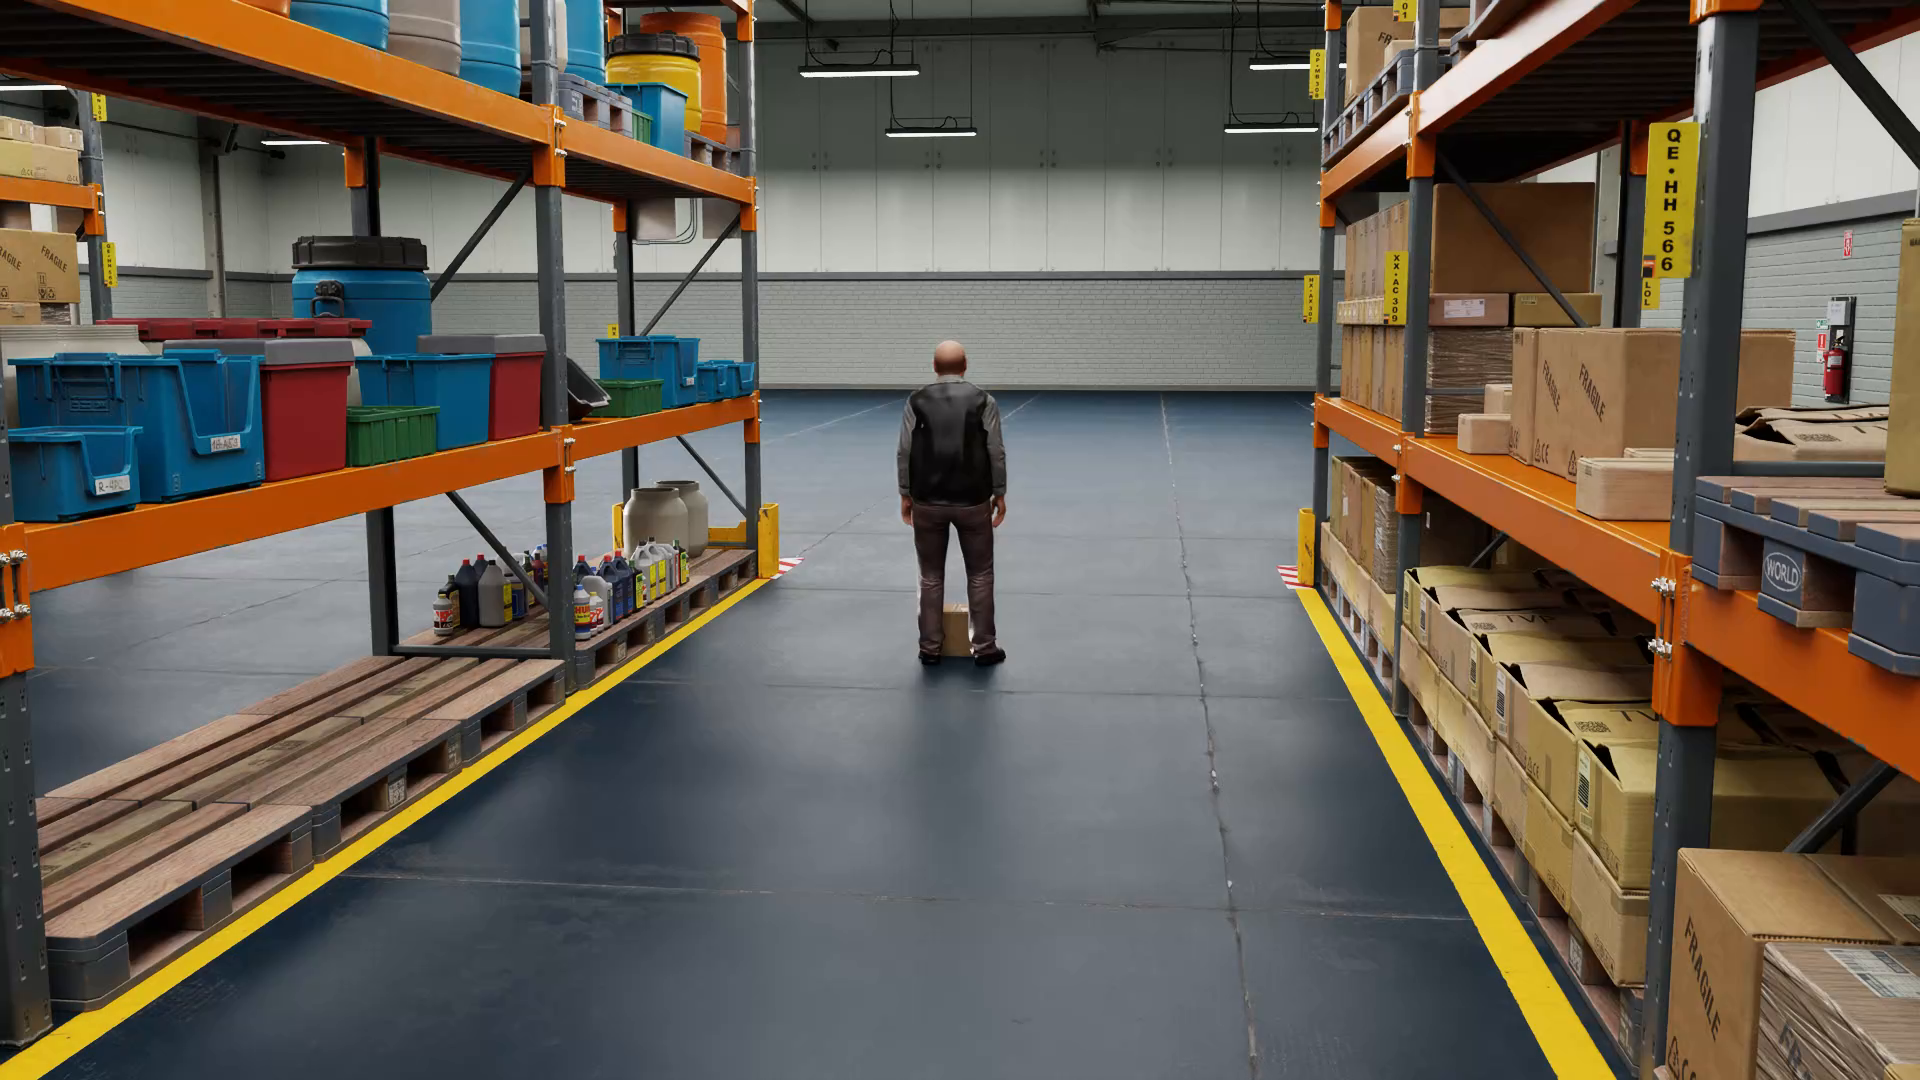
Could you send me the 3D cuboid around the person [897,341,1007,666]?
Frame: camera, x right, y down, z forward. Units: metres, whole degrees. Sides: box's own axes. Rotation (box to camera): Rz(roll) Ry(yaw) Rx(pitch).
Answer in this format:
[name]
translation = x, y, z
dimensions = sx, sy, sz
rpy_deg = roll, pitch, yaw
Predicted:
[person]
translation = -0.042, -0.193, 8.843
dimensions = 0.582, 1.721, 0.412
rpy_deg = 1, 8, 6
